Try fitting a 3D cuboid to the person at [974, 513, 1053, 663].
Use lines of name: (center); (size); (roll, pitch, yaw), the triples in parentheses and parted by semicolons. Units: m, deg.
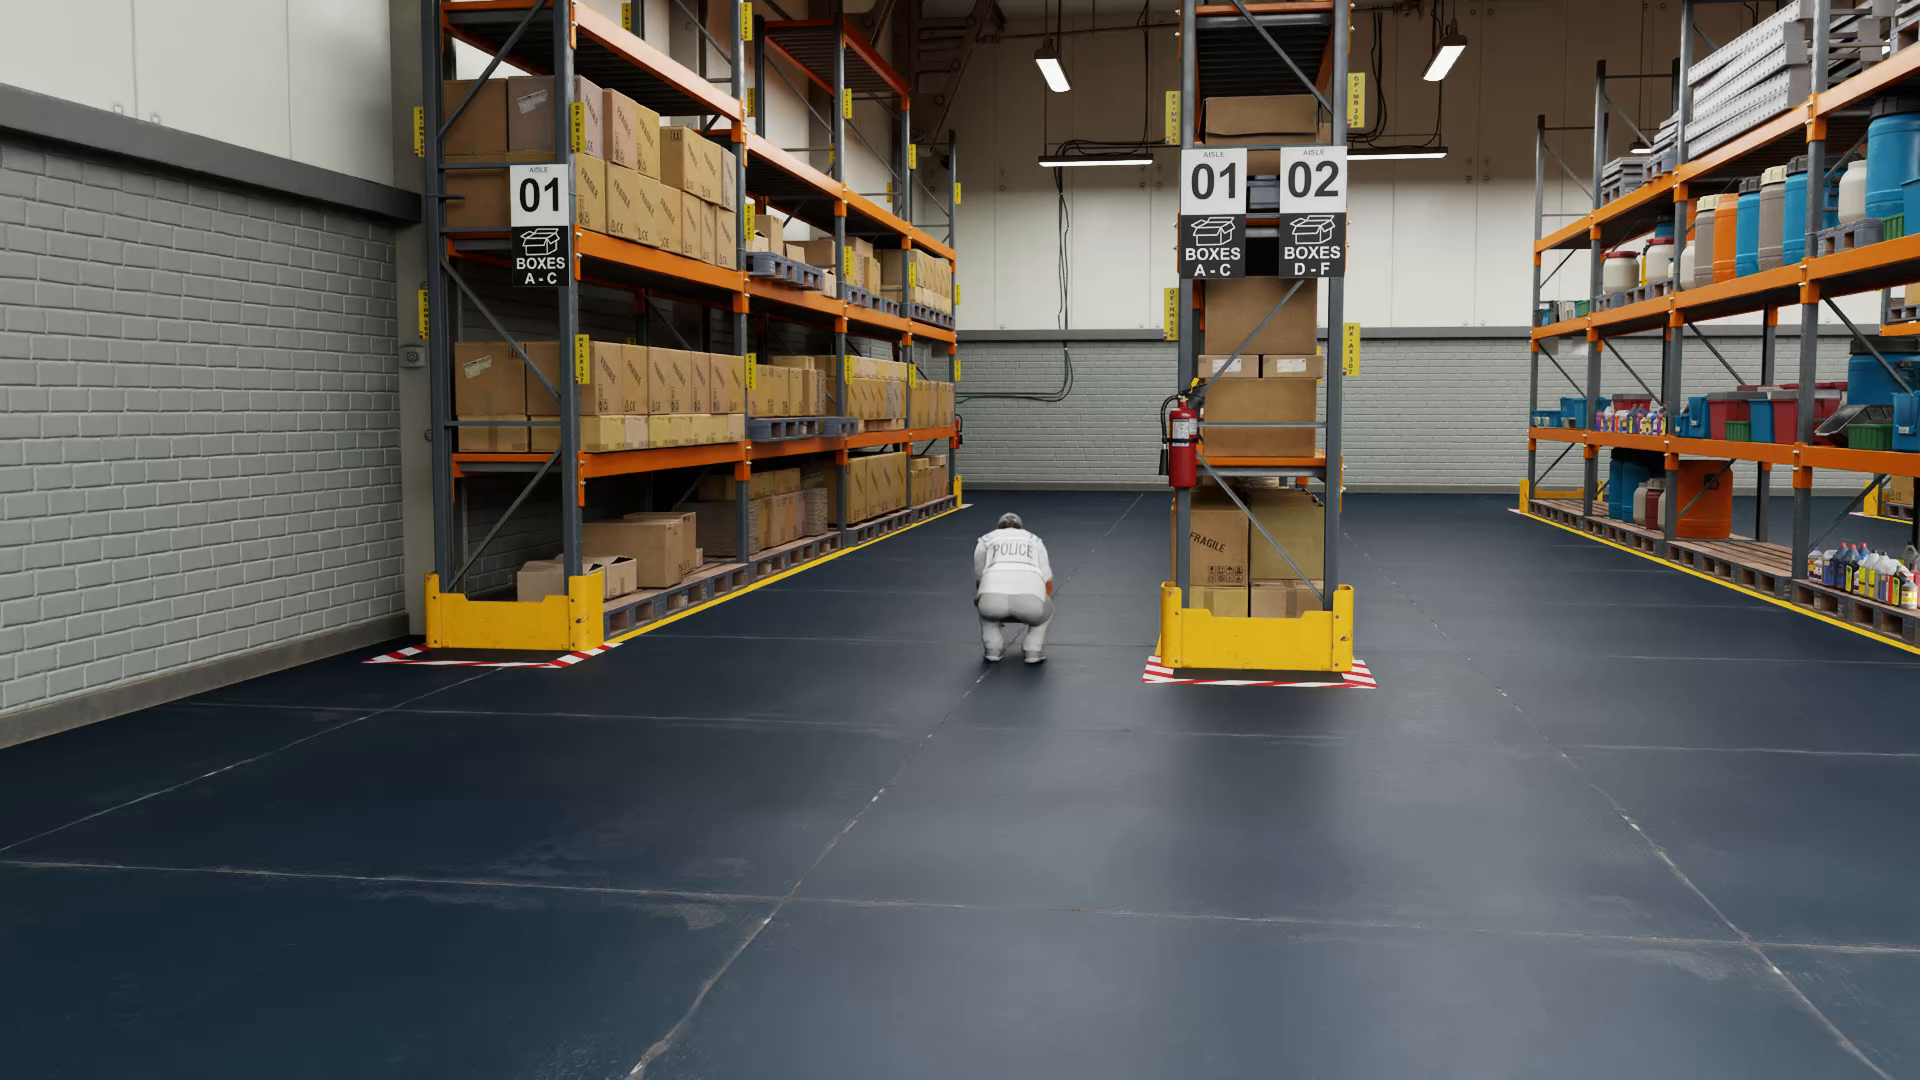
person: (0.326, 0.309, 10.716); (0.515, 0.930, 0.852); (1, 5, 9)
